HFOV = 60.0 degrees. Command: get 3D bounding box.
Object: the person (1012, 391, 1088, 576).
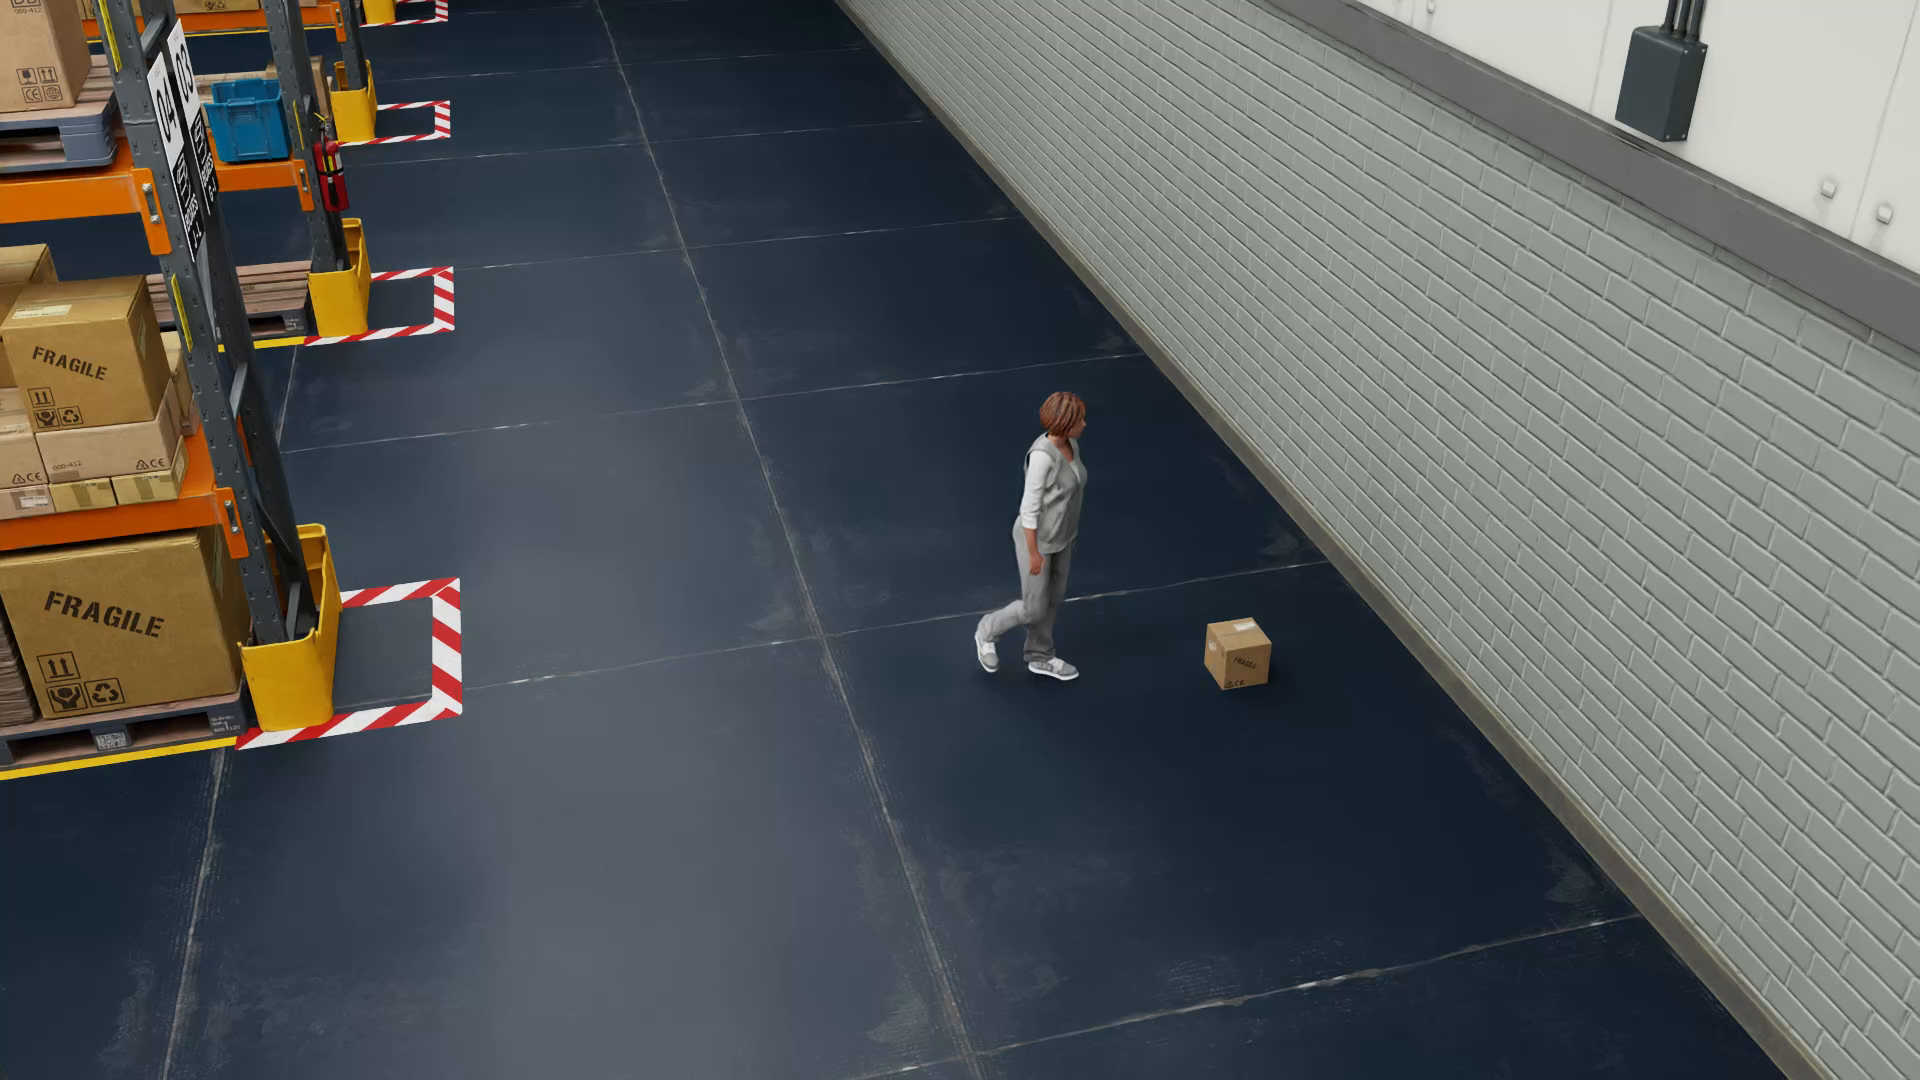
[{"bbox_3d":[0.433,-0.275,8.046,0.328,0.938,0.440,16,34,26],"label":"person"}]
